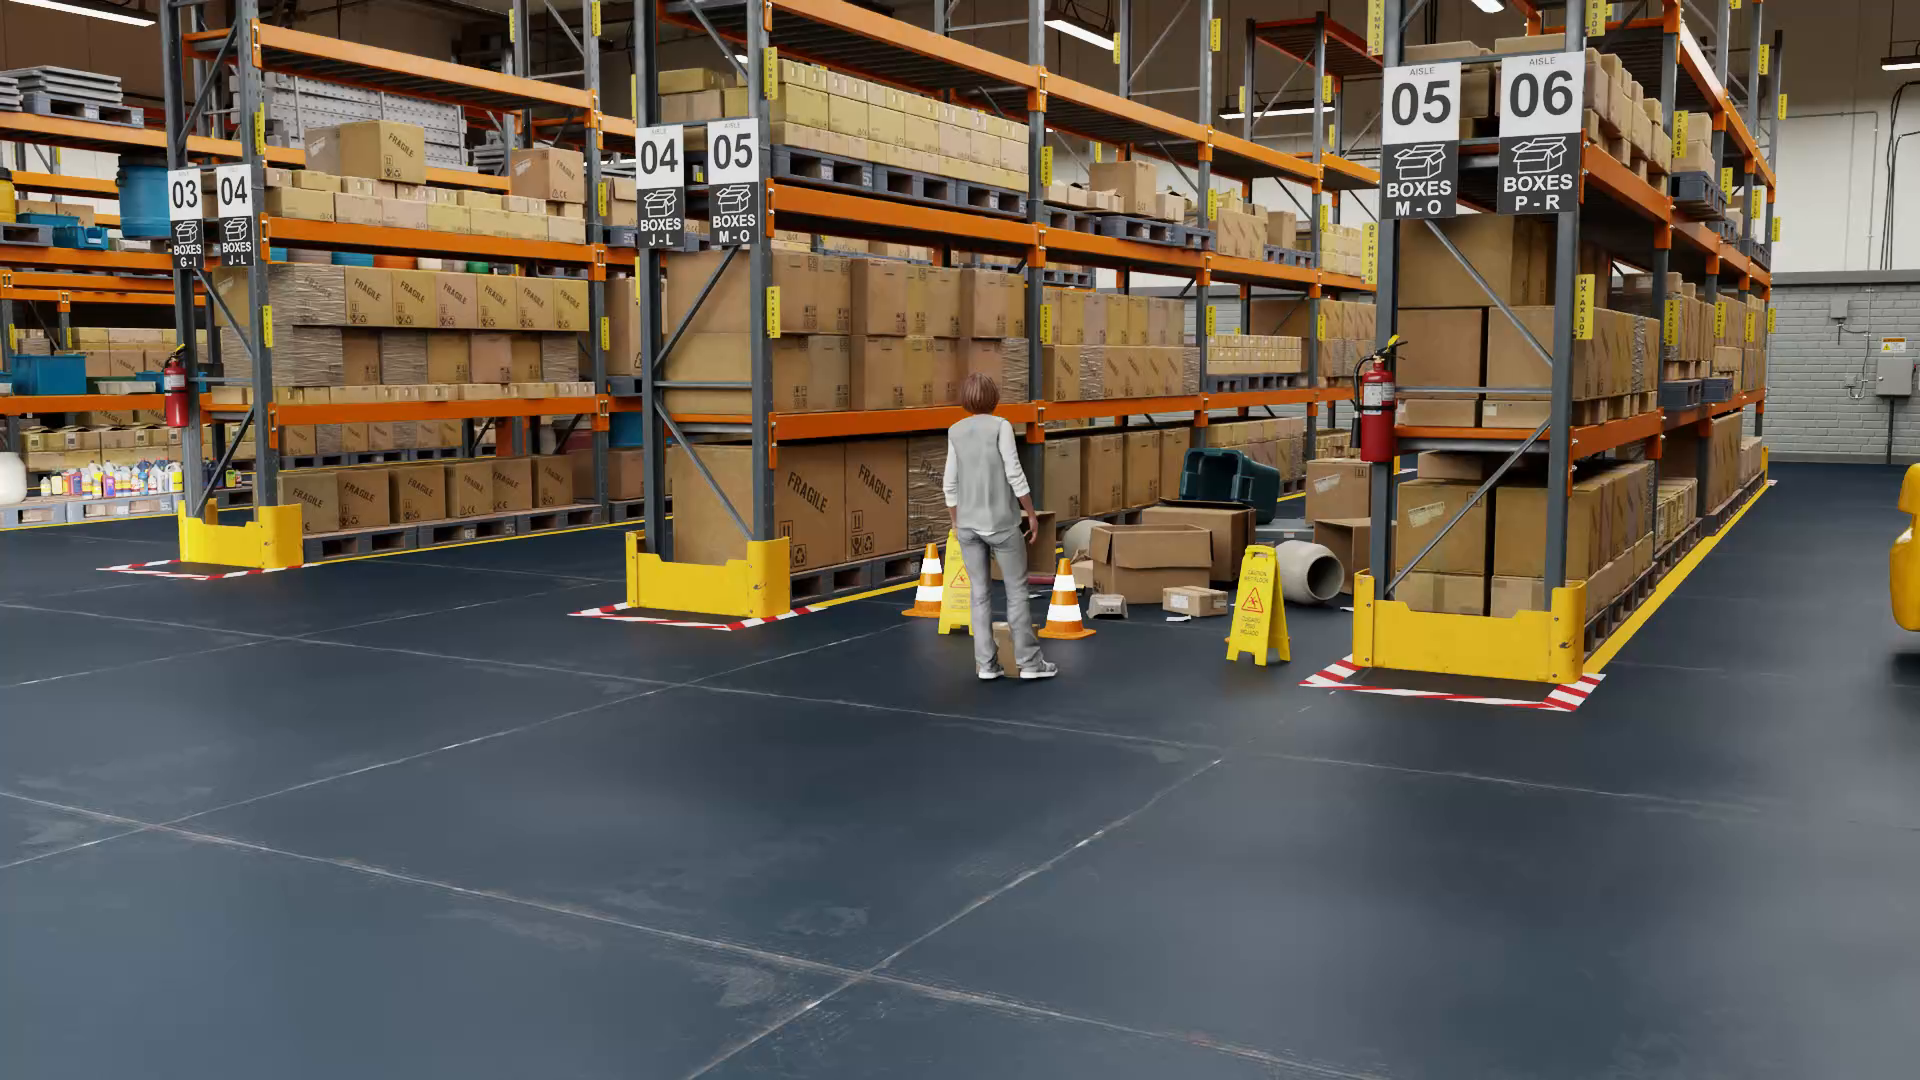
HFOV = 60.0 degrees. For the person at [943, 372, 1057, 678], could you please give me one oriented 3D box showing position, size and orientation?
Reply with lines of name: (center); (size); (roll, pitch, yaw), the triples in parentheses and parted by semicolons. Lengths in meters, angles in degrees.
person: (0.196, -0.072, 8.648); (0.520, 1.596, 0.475); (3, 7, 29)
